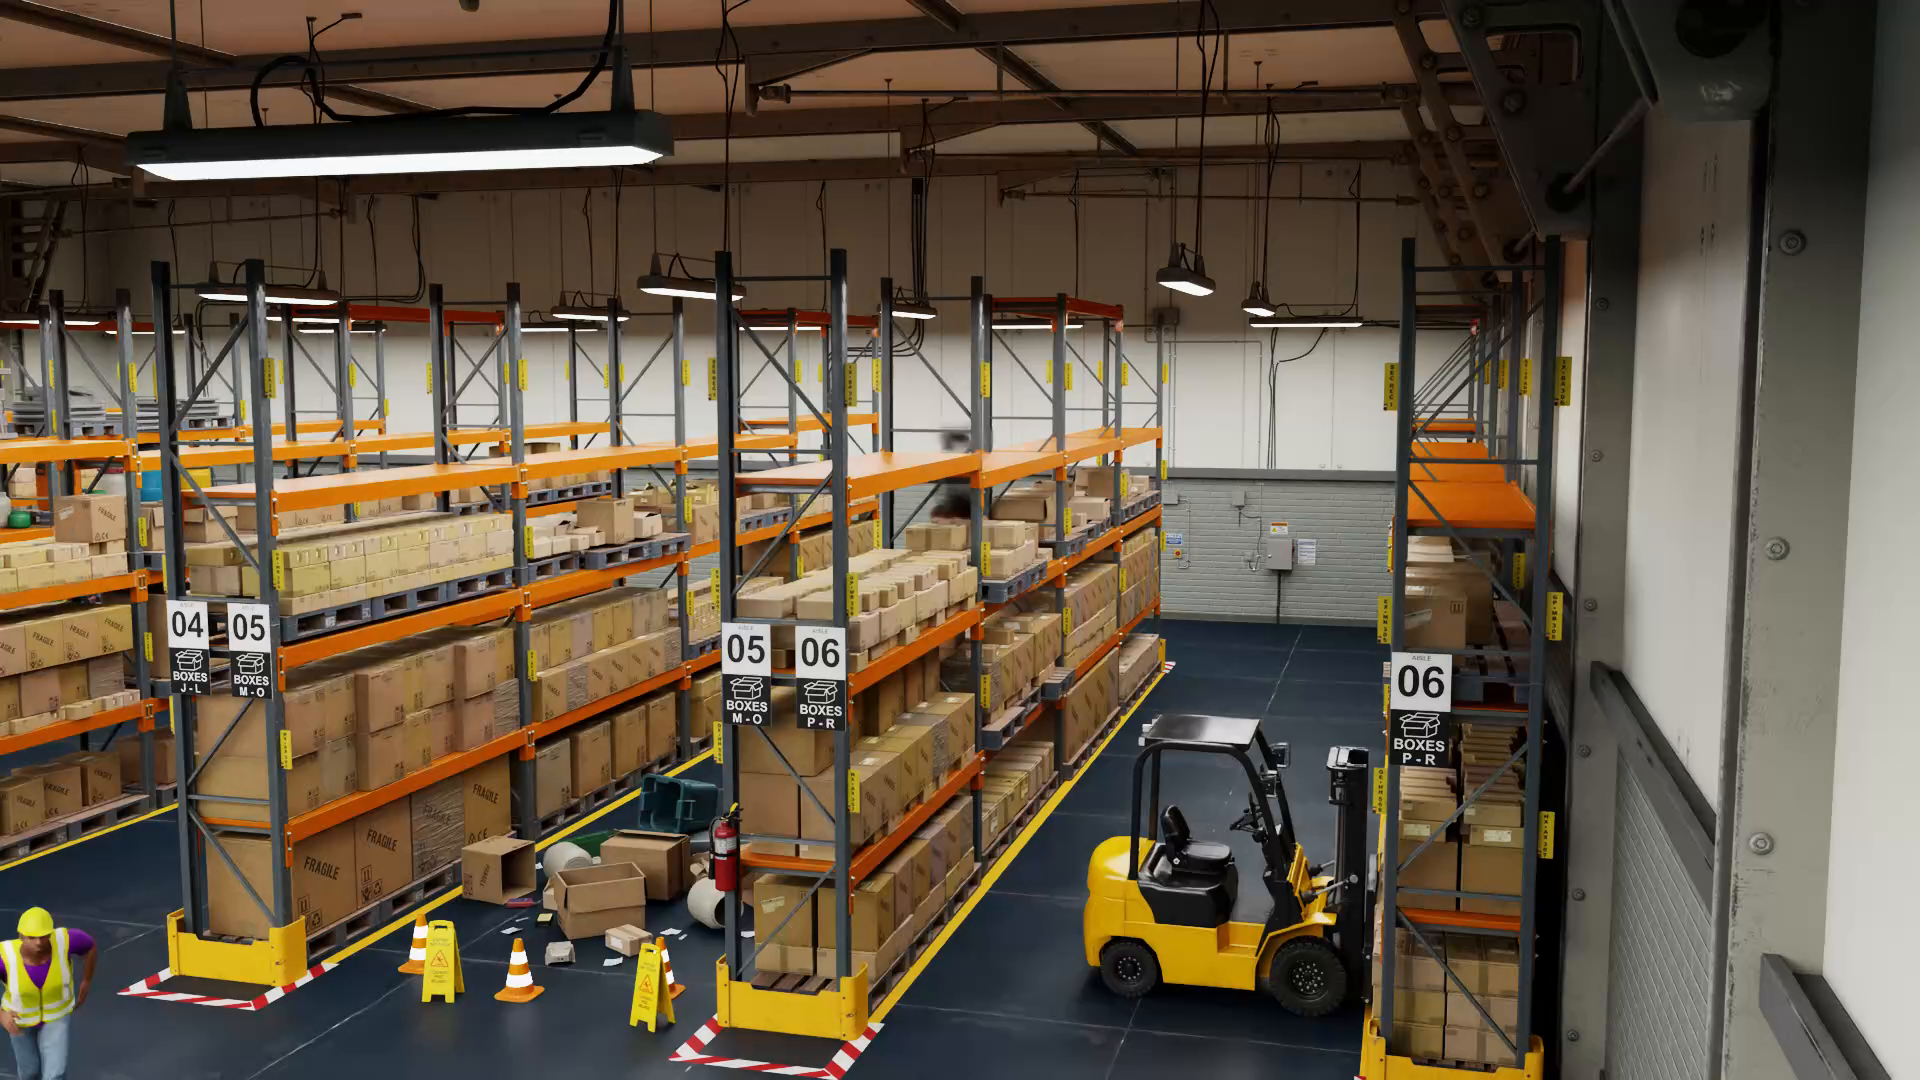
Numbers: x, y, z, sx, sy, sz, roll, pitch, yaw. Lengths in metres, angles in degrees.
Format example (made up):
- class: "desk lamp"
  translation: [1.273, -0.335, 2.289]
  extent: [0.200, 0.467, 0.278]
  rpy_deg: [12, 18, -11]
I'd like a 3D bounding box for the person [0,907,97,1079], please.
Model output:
- class: "person"
  translation: [-6.123, 3.182, 11.042]
  extent: [0.734, 1.713, 1.047]
  rpy_deg: [-5, 8, -37]
